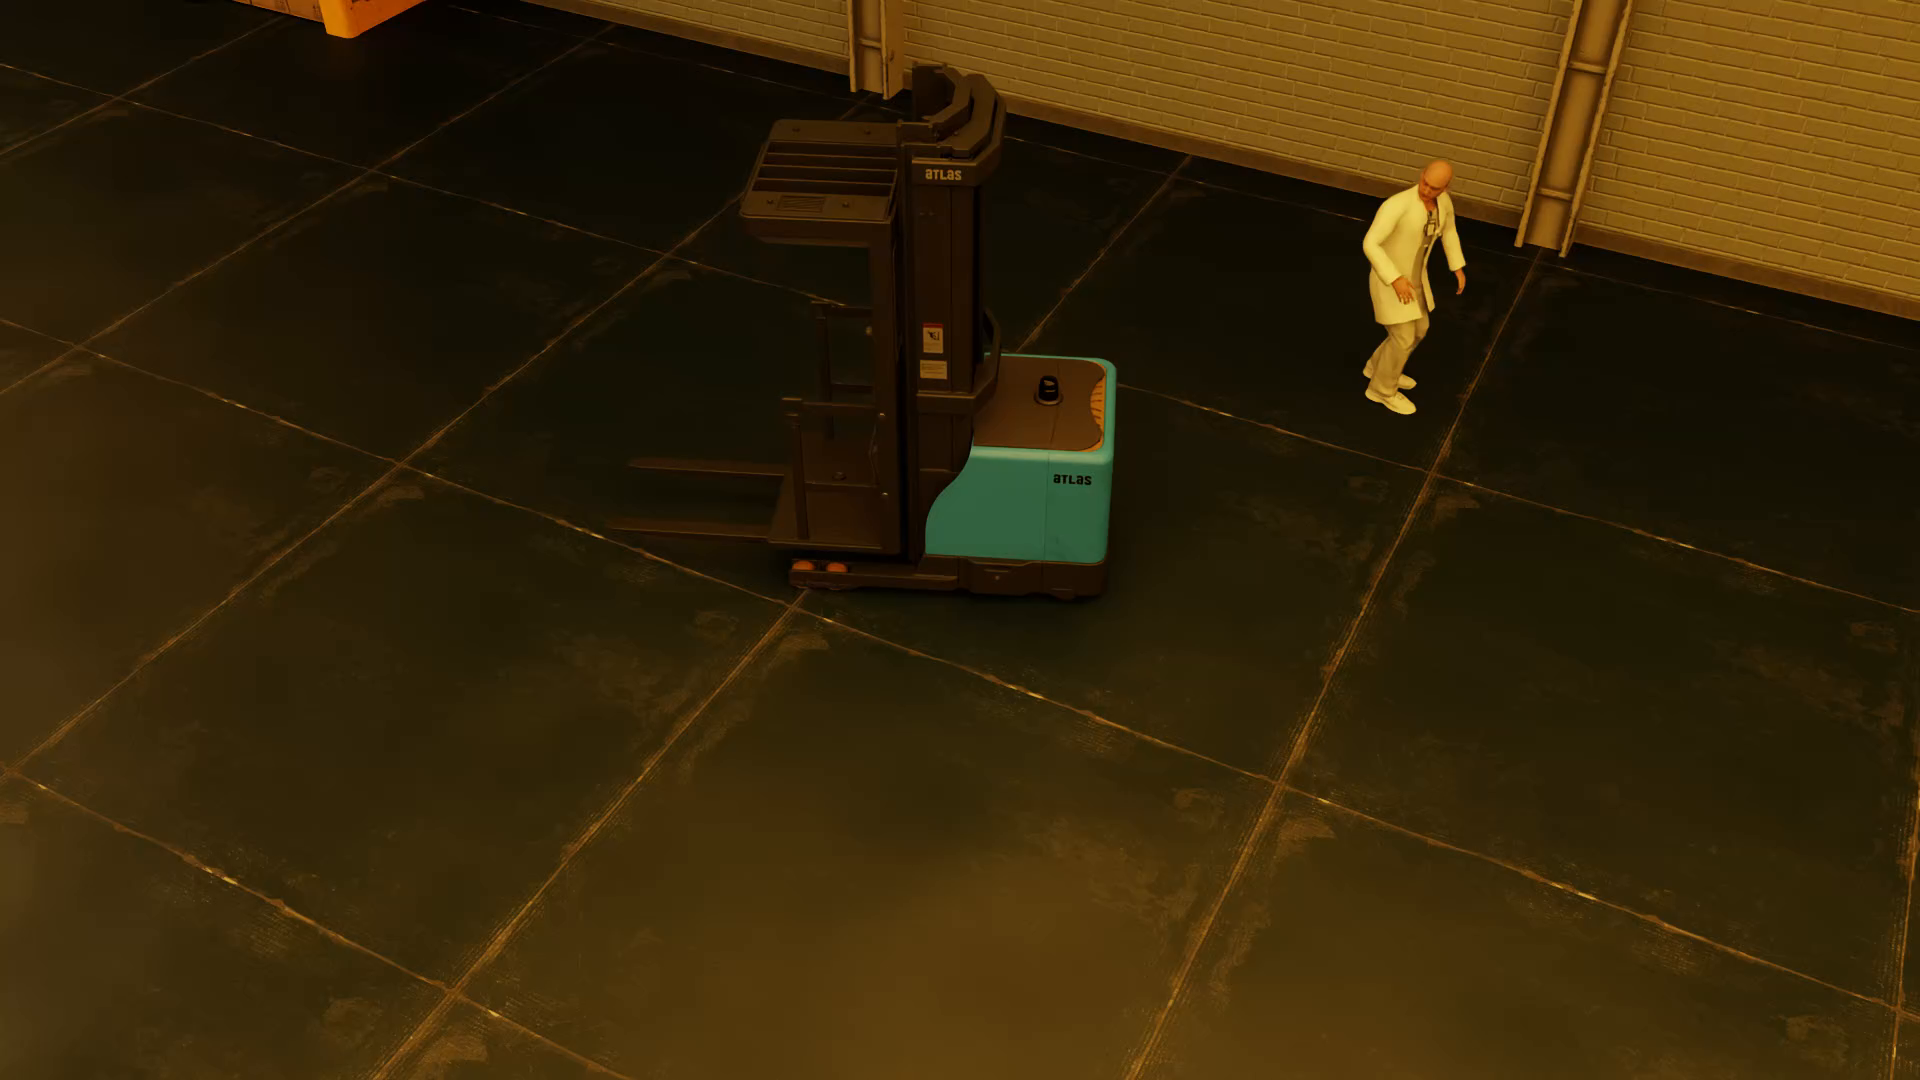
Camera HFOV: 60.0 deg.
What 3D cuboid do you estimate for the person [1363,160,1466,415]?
[{"bbox_3d":[2.993,-1.686,10.933,0.799,1.738,0.548,-30,48,-30],"label":"person"}]

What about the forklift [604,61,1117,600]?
[{"bbox_3d":[-0.606,-1.157,9.360,3.031,2.935,1.130,3,40,4],"label":"forklift"}]
